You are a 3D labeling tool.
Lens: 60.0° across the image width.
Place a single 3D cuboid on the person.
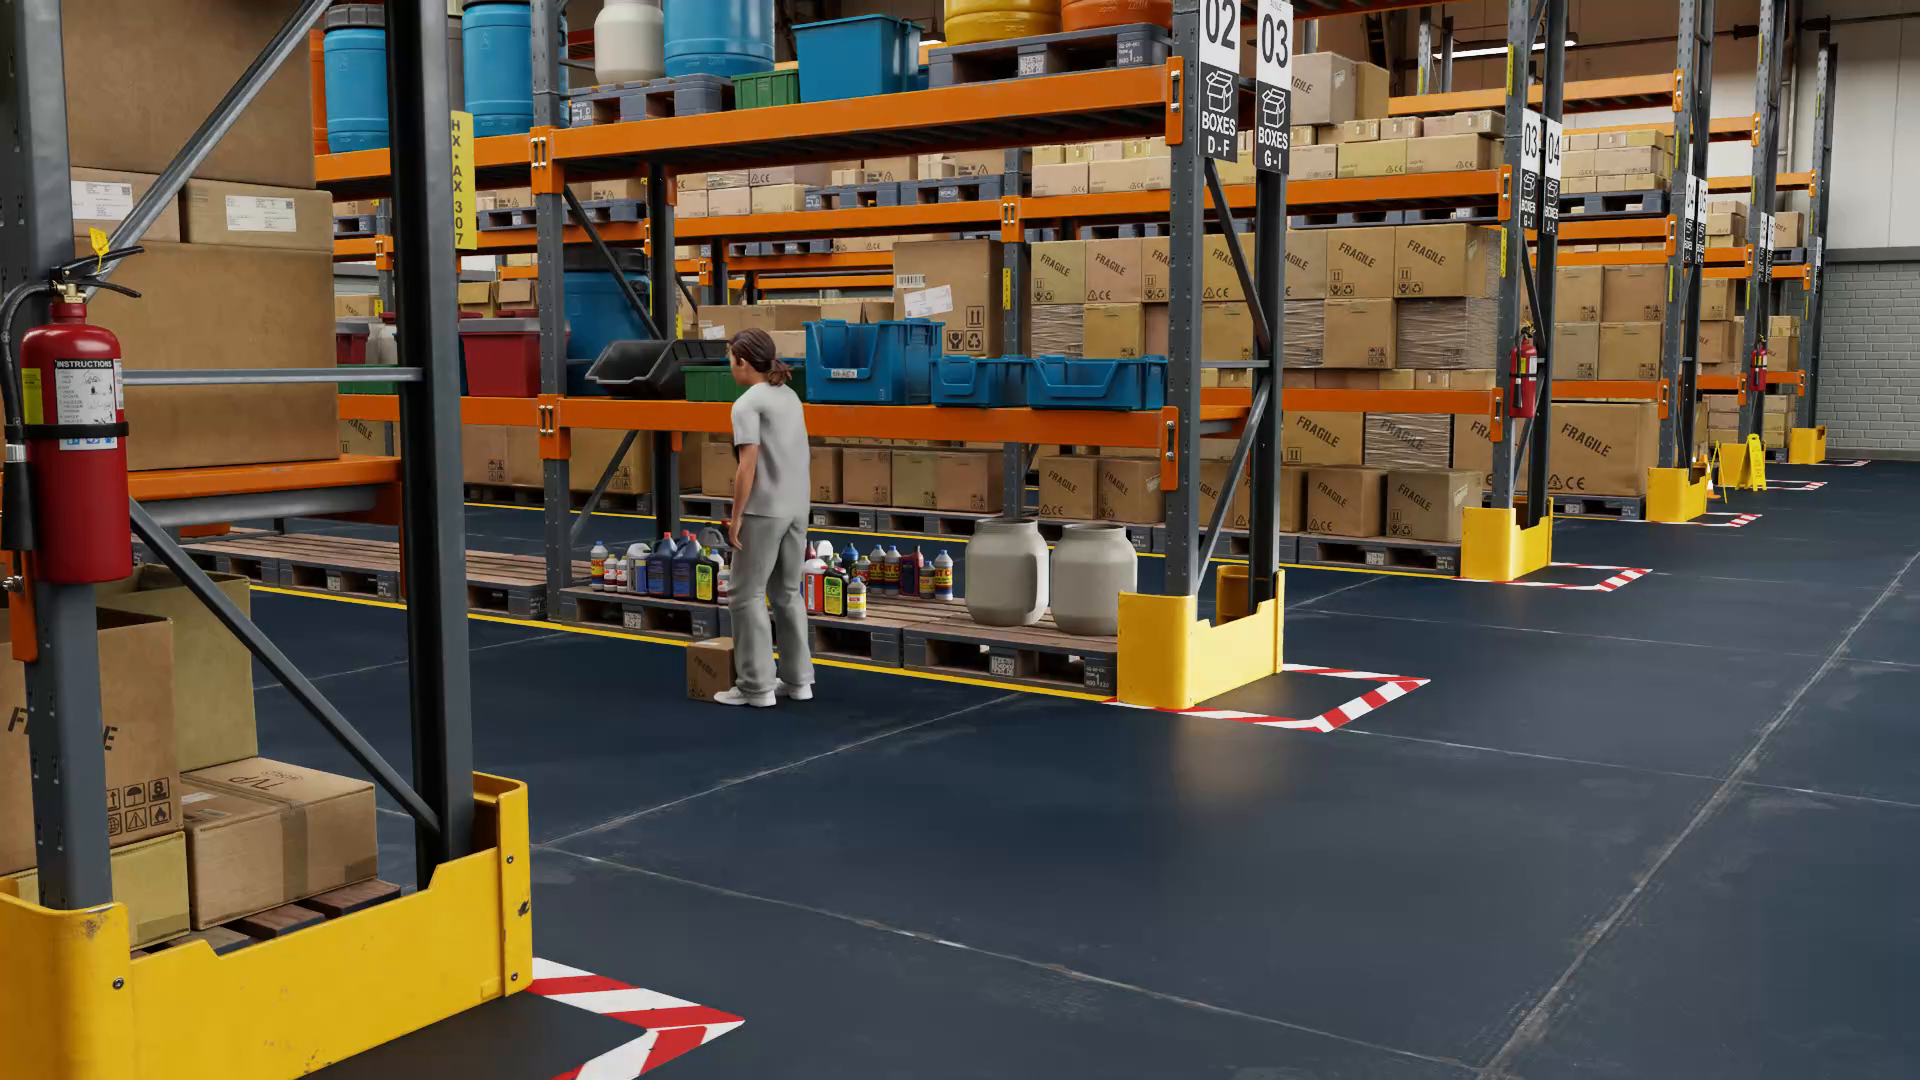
[{"bbox_3d":[-0.876,-0.101,7.377,0.416,1.671,0.502,4,7,31],"label":"person"}]
